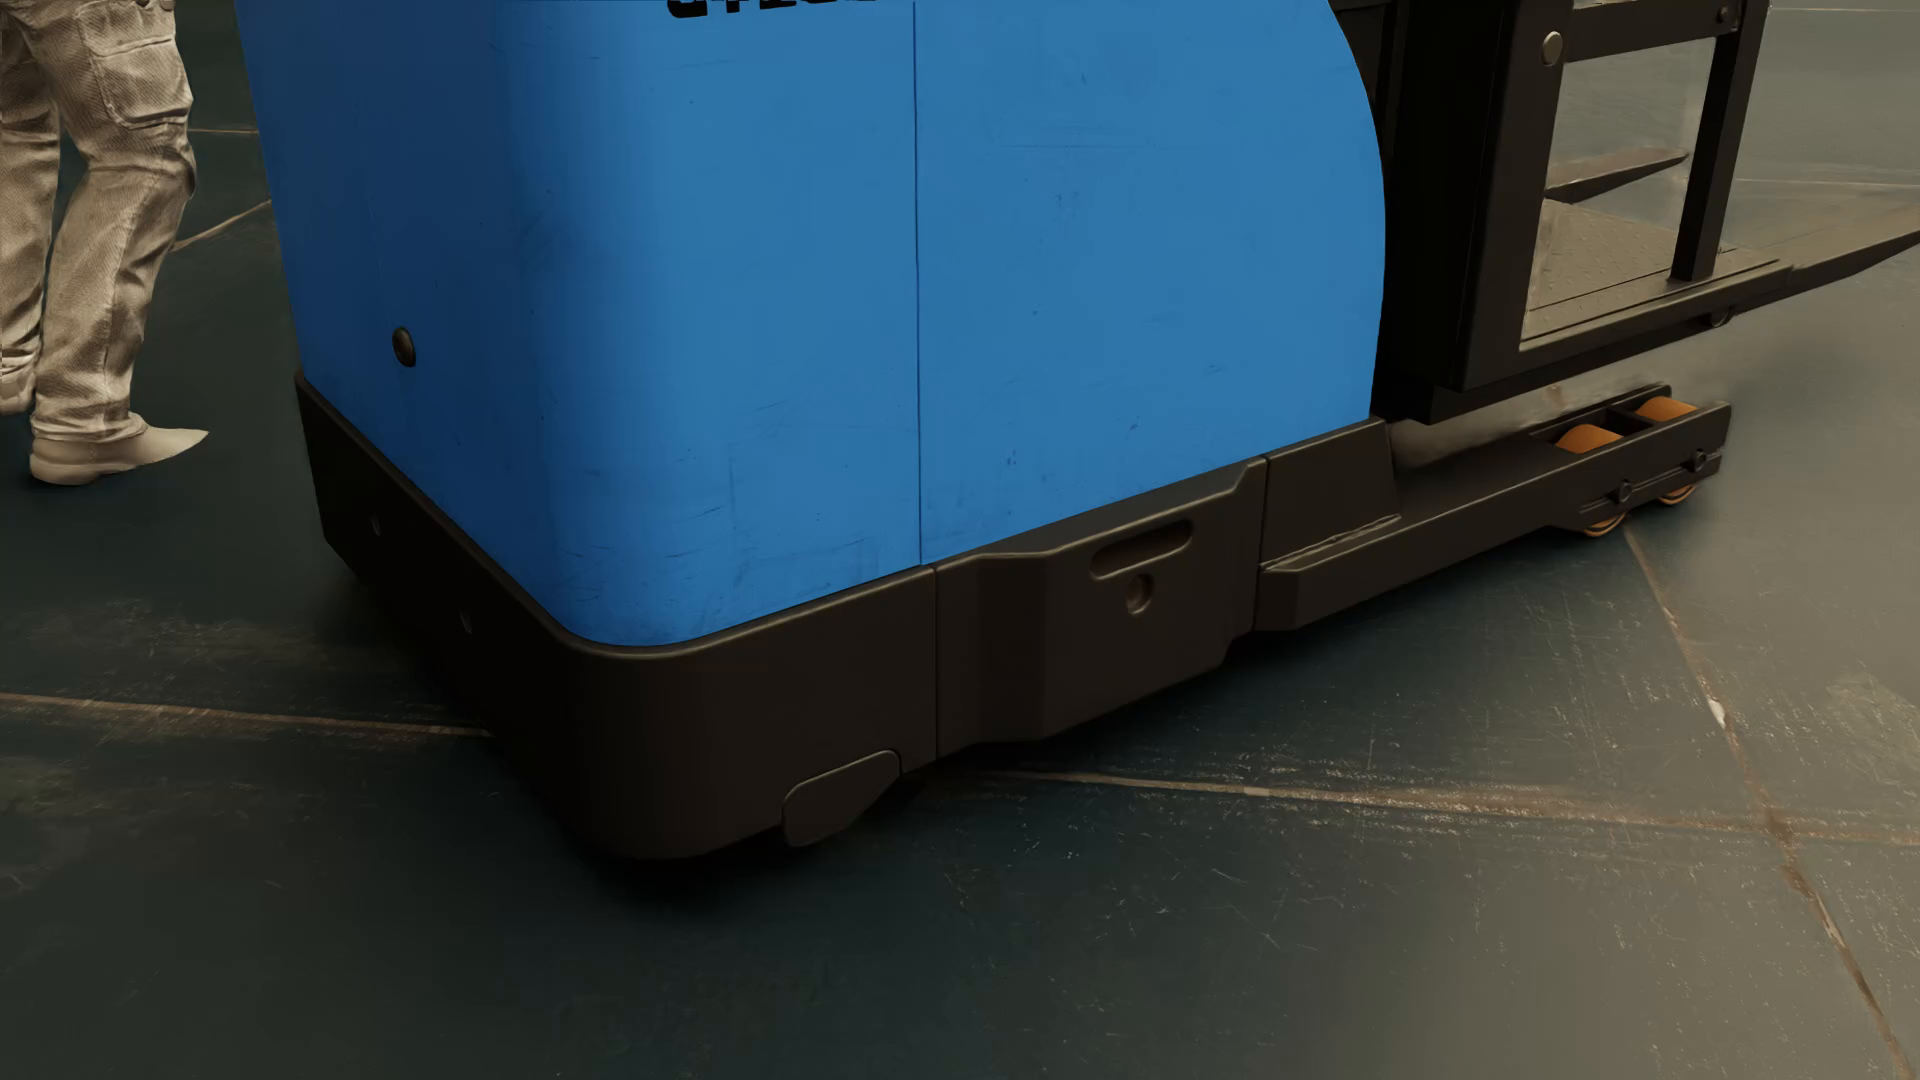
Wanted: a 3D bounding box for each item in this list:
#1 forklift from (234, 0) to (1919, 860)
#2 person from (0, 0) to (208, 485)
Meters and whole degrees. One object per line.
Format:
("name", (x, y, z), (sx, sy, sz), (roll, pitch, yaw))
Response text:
("forklift", (0.585, -1.489, 2.202), (3.031, 2.935, 1.130), (-18, 32, -32))
("person", (-1.463, -0.949, 2.532), (0.878, 1.753, 0.483), (13, 29, 24))
